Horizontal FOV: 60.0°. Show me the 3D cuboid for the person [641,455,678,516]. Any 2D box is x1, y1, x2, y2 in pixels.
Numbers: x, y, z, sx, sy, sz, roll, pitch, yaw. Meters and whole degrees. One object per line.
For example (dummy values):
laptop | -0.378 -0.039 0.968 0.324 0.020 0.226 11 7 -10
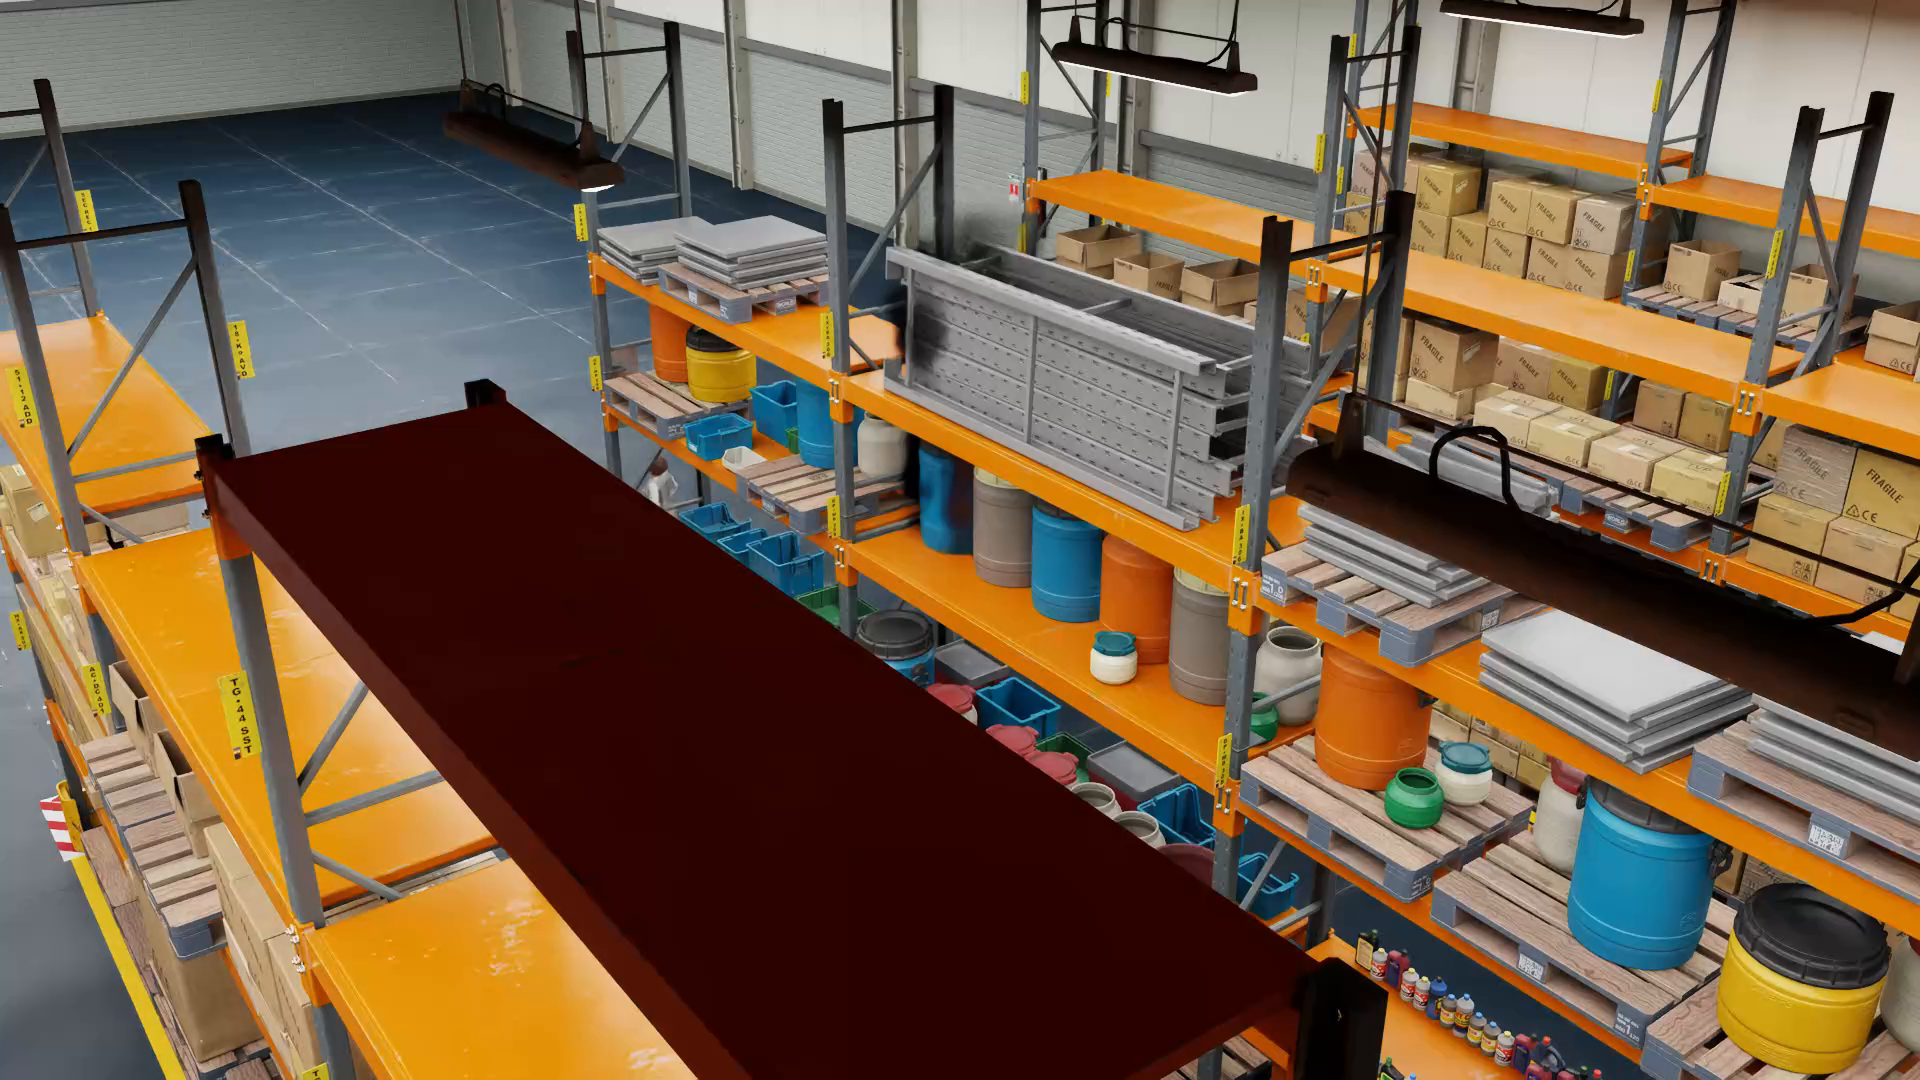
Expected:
person | -3.181 -0.200 17.611 0.501 1.554 0.599 7 26 14
